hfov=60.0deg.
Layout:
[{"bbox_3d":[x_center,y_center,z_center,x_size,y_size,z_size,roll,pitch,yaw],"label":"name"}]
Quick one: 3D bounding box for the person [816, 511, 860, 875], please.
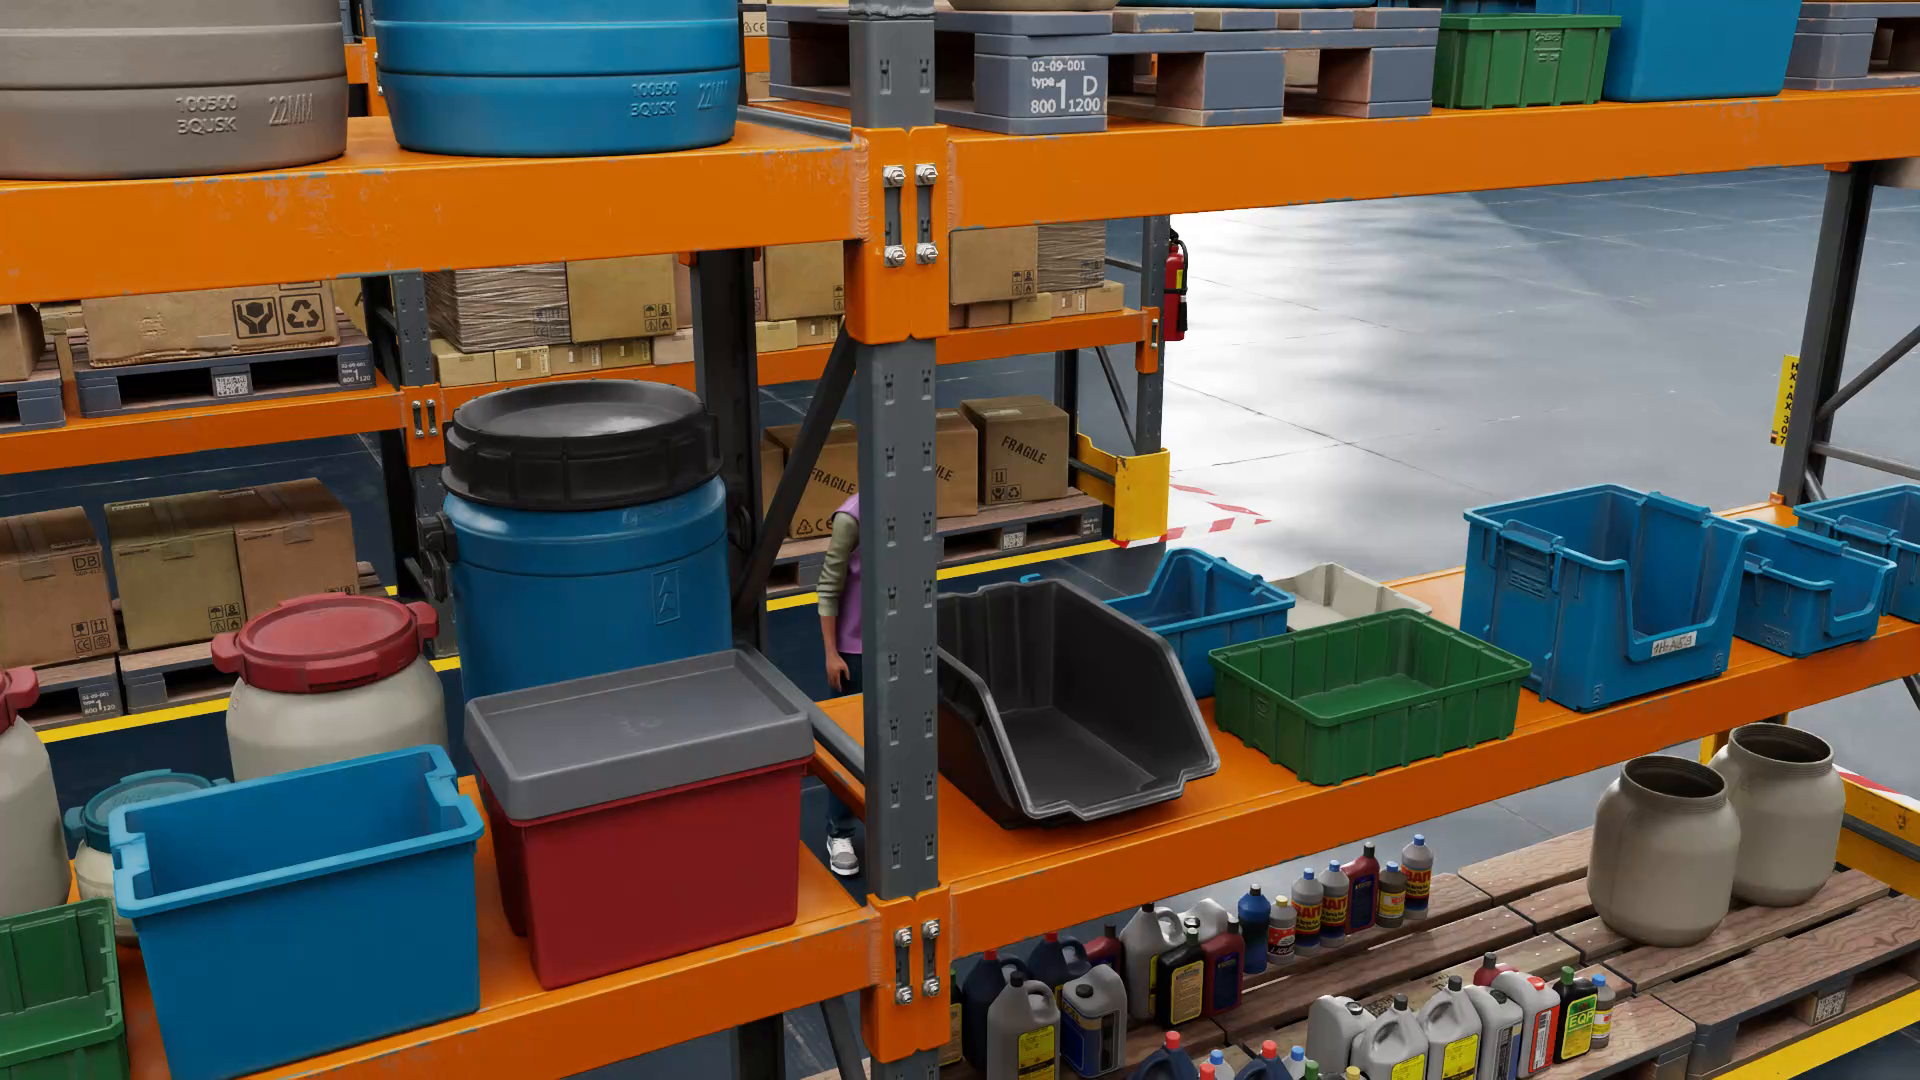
[{"bbox_3d":[-0.289,0.391,5.928,0.484,1.592,0.330,-11,22,-30],"label":"person"}]
